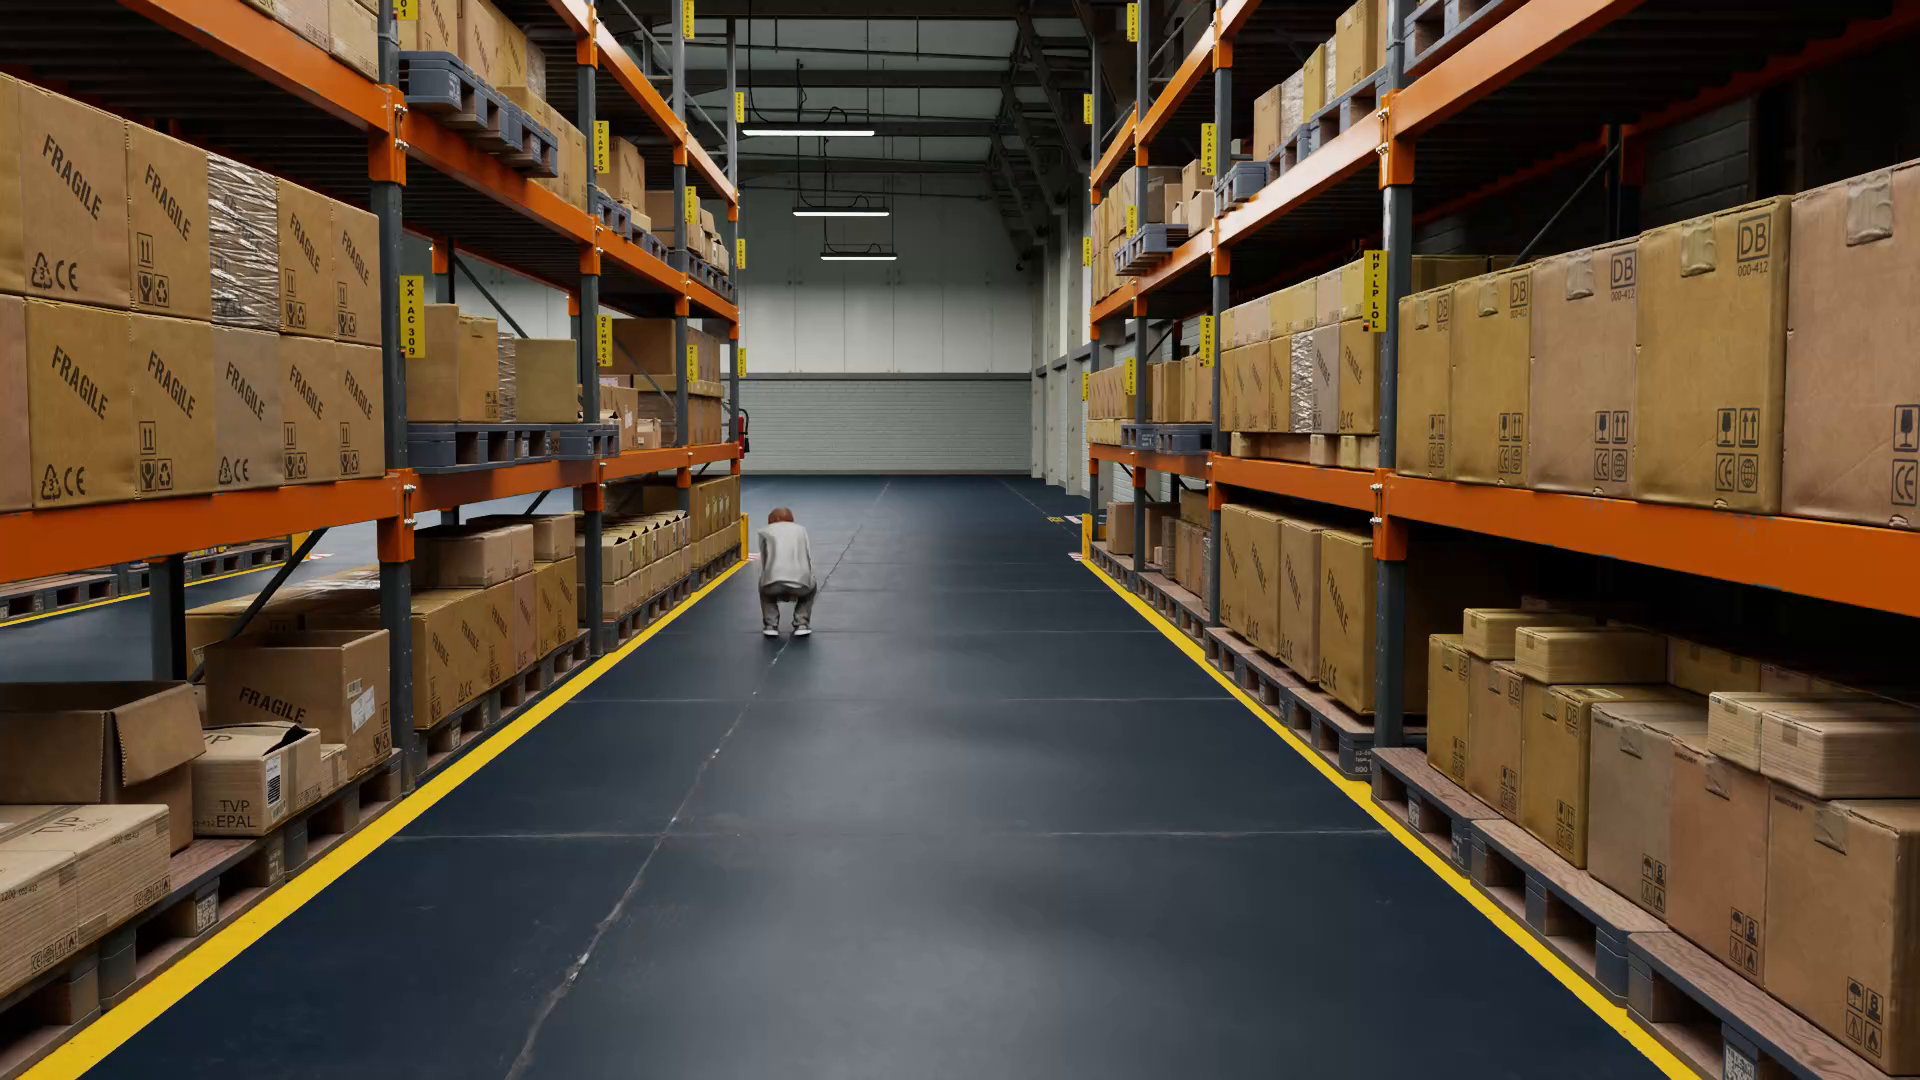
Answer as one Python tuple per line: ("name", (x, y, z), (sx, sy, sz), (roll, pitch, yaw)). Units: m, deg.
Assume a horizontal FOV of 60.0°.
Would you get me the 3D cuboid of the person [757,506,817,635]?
("person", (-1.253, 0.225, 12.023), (0.426, 0.913, 0.818), (0, 4, -2))
